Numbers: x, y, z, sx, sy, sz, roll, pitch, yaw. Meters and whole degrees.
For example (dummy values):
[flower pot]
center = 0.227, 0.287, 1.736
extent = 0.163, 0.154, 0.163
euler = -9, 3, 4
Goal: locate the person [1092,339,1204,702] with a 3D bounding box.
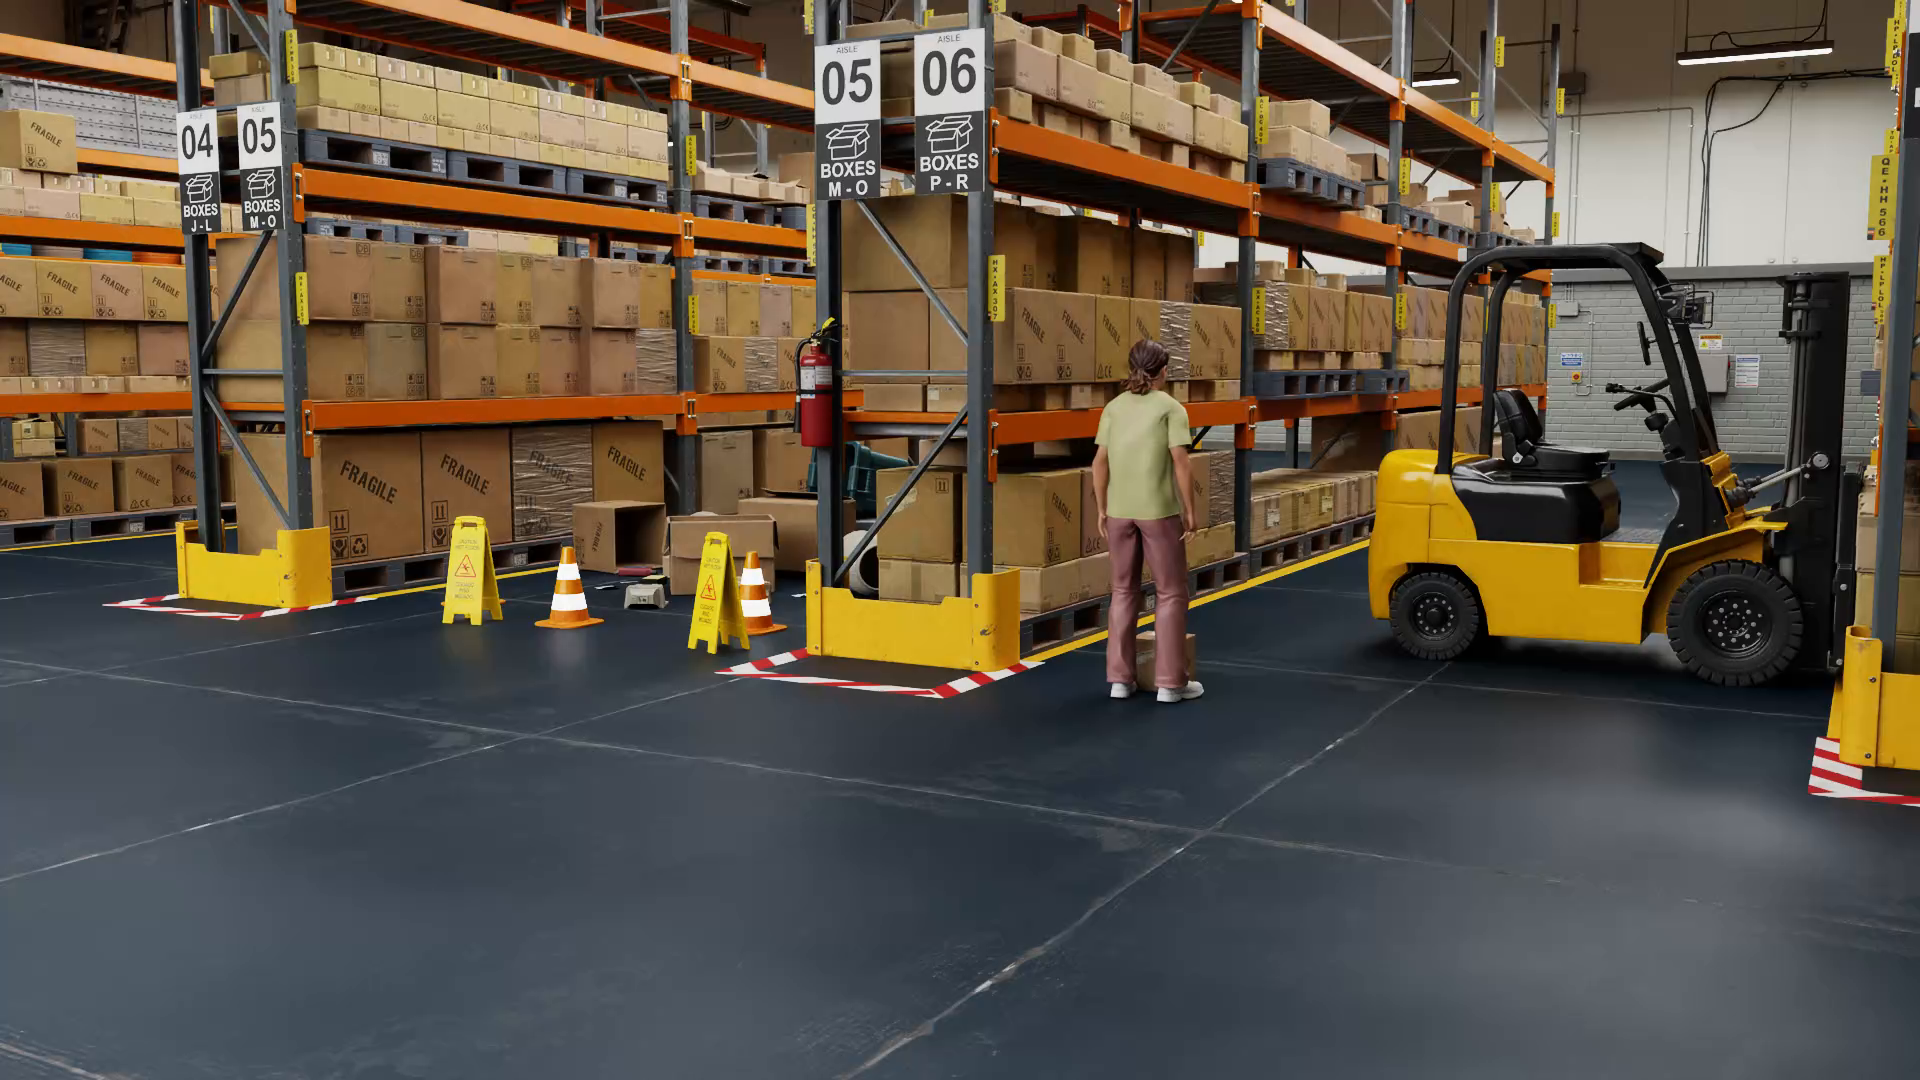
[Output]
[person]
center = 0.867, -0.096, 7.742
extent = 0.499, 1.673, 0.356
euler = 3, 7, 29
